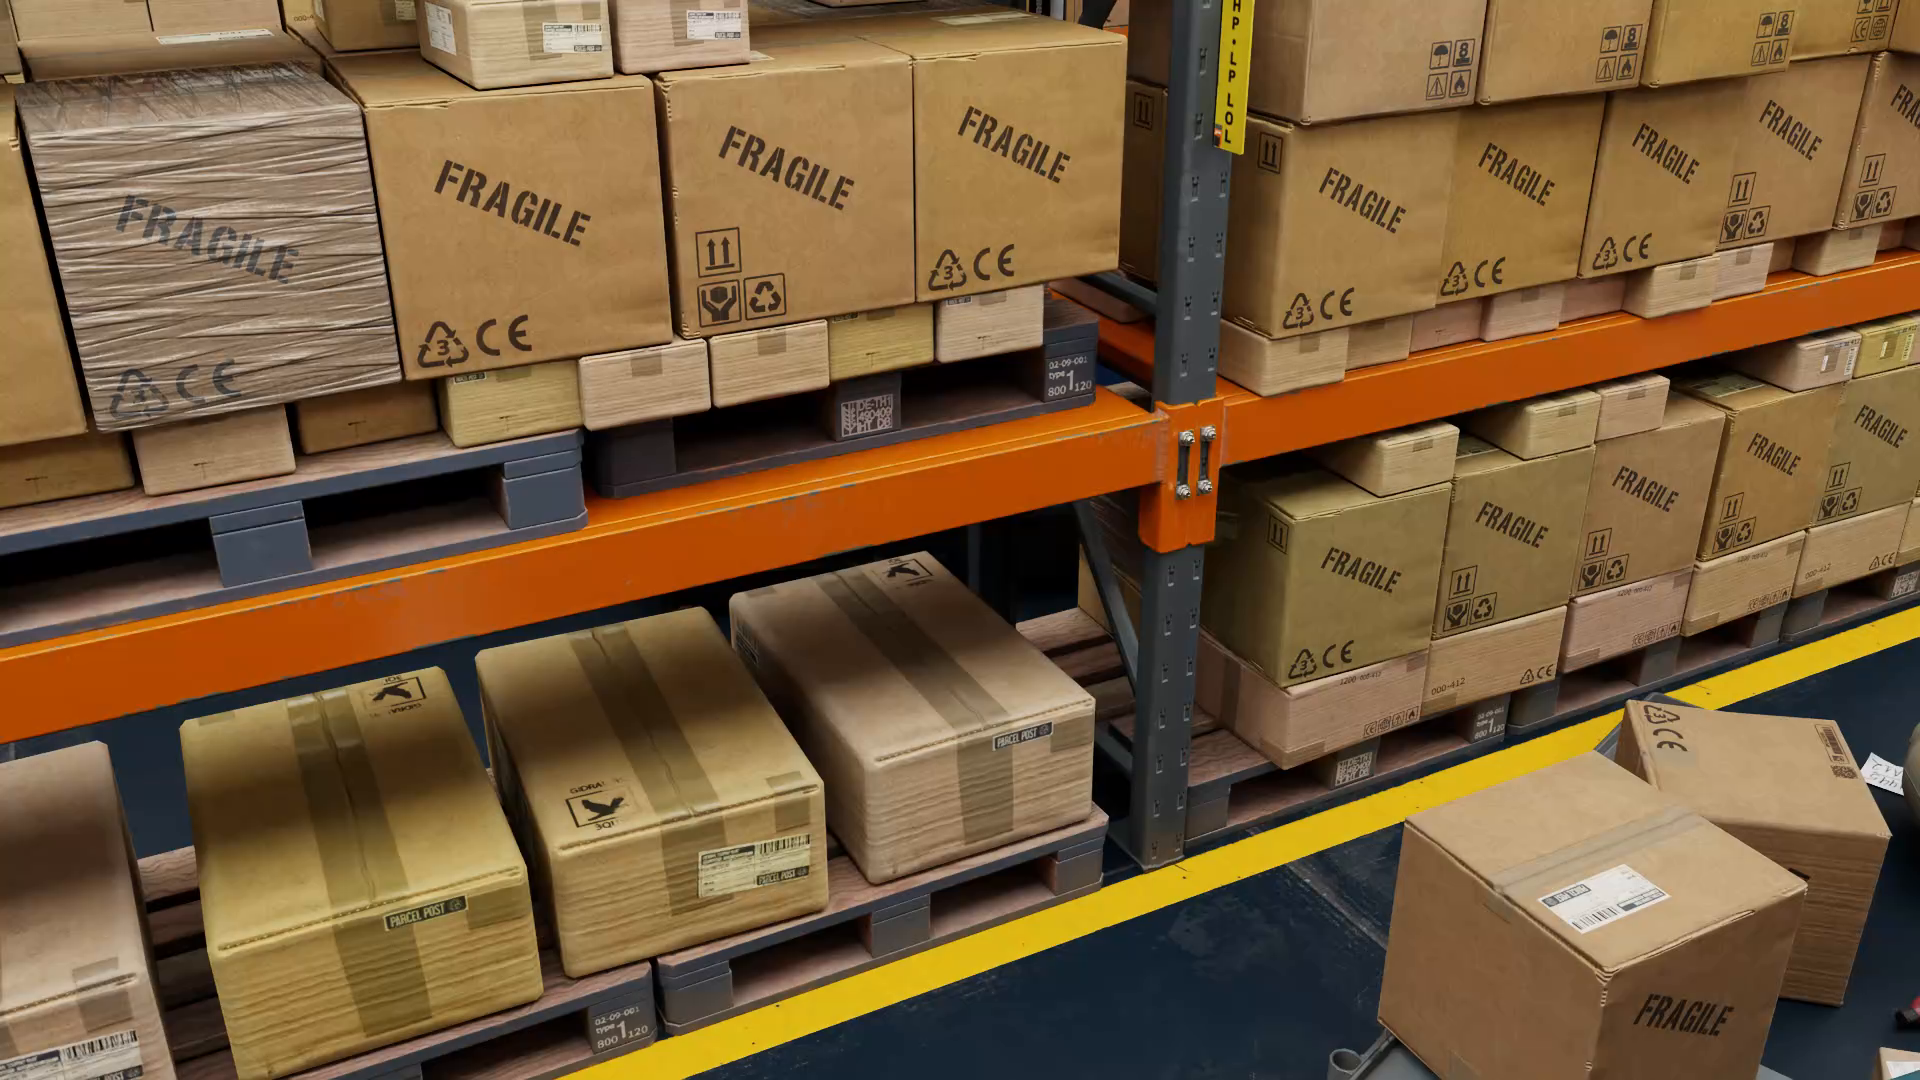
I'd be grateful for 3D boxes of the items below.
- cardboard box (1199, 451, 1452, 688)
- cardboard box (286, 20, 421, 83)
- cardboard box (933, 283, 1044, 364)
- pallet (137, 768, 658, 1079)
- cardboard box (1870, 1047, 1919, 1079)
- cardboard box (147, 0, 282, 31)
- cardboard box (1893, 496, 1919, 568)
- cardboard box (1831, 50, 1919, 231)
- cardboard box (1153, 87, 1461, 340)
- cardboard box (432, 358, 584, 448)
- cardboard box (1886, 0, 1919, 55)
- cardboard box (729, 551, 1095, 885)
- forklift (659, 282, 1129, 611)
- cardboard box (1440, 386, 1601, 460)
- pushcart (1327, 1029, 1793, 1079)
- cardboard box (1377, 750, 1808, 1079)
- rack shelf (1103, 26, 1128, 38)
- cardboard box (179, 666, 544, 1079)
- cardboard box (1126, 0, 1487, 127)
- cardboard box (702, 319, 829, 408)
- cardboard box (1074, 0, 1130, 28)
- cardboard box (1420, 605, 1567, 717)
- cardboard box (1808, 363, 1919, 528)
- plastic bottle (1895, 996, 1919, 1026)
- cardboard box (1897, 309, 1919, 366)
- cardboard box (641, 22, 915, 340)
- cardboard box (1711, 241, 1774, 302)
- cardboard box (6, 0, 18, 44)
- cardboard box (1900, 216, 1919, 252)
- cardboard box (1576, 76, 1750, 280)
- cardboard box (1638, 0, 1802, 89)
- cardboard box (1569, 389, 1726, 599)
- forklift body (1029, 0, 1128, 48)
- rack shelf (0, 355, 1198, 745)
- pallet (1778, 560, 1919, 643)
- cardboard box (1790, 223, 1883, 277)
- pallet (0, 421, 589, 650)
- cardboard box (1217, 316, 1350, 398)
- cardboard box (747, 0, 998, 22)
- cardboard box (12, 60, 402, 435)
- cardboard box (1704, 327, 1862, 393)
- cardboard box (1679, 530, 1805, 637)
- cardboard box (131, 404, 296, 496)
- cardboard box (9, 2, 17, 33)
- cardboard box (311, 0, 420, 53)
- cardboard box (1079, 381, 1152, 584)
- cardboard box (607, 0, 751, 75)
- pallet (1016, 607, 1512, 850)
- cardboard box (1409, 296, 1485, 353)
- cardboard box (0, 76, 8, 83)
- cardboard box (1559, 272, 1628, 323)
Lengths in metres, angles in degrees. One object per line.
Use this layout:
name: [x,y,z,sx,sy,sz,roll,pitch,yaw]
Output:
cardboard box: [0.958,0.025,4.557,0.500,0.500,0.500,-12,28,-23]
cardboard box: [-1.123,-0.855,3.620,0.500,0.500,0.500,-13,29,-25]
cardboard box: [-0.014,-0.536,3.705,0.250,0.149,0.380,-13,28,-24]
pallet: [-1.454,0.996,3.931,1.213,0.211,1.003,-13,29,-25]
cardboard box: [2.039,1.216,3.410,0.258,0.266,0.396,10,27,20]
cardboard box: [-3.246,-2.316,7.203,0.500,0.250,0.500,-12,28,-24]
cardboard box: [3.232,-0.162,5.814,0.500,0.250,0.500,-13,29,-25]
cardboard box: [2.603,-1.247,4.923,0.500,0.500,0.500,-13,29,-25]
cardboard box: [0.829,-0.832,4.059,0.500,0.500,0.500,-13,29,-25]
cardboard box: [-0.921,-0.333,3.284,0.250,0.149,0.380,-13,29,-25]
cardboard box: [2.640,-1.684,4.677,0.500,0.500,0.700,-13,29,-26]
cardboard box: [-0.152,0.433,4.433,0.625,0.372,0.950,-13,28,-24]
forklift: [-0.739,-1.315,5.603,3.031,2.935,1.130,-3,26,-6]
cardboard box: [1.549,-0.375,4.641,0.250,0.149,0.380,-12,28,-23]
pushcart: [1.427,1.373,2.955,1.648,0.377,0.936,21,33,37]
cardboard box: [1.174,0.789,3.154,0.500,0.500,0.500,-13,29,-25]
rack shelf: [-0.264,-2.648,9.131,4.000,0.370,1.077,-13,29,-25]
cardboard box: [-1.397,0.723,3.829,0.625,0.372,0.950,-12,28,-23]
cardboard box: [0.800,-1.307,3.891,0.500,0.500,0.700,-13,29,-26]
cardboard box: [-0.466,-0.423,3.470,0.250,0.149,0.380,-14,29,-26]
cardboard box: [0.728,-3.122,9.171,0.500,0.500,0.500,-12,28,-23]
cardboard box: [1.423,0.250,4.955,0.500,0.250,0.500,-11,28,-22]
cardboard box: [2.796,-0.402,5.447,0.500,0.500,0.500,-12,28,-23]
plastic bottle: [2.331,1.108,3.871,0.283,0.061,0.133,-8,27,-16]
cardboard box: [2.963,-0.702,5.322,0.250,0.149,0.380,-12,28,-24]
cardboard box: [-0.427,-0.755,3.413,0.500,0.500,0.500,-13,28,-25]
cardboard box: [2.081,-0.817,4.777,0.250,0.149,0.380,-13,29,-25]
cardboard box: [-4.139,-2.106,6.767,0.500,0.250,0.500,-14,29,-26]
cardboard box: [2.990,-1.012,5.181,0.250,0.149,0.380,-12,28,-24]
cardboard box: [1.710,-1.041,4.493,0.500,0.500,0.500,-13,29,-26]
cardboard box: [1.717,-1.494,4.282,0.500,0.500,0.700,-14,29,-26]
cardboard box: [1.883,-0.193,5.012,0.500,0.500,0.500,-11,28,-22]
forklift body: [0.686,-1.914,7.751,1.214,2.155,2.313,-13,29,-25]
rack shelf: [-1.455,0.062,3.487,4.000,0.370,1.077,-13,29,-25]
pallet: [3.039,-0.060,6.131,1.213,0.211,1.003,-13,29,-25]
cardboard box: [2.514,-0.926,5.004,0.250,0.149,0.380,-13,29,-26]
pallet: [-1.492,-0.188,3.397,1.213,0.211,1.003,-13,29,-25]
cardboard box: [0.739,-0.498,4.113,0.250,0.149,0.380,-13,29,-25]
cardboard box: [-0.239,-1.052,4.032,0.500,0.500,0.500,-12,28,-24]
cardboard box: [-1.347,-0.545,2.976,0.500,0.500,0.500,-14,29,-27]
cardboard box: [2.506,-0.599,5.107,0.250,0.149,0.380,-12,28,-23]
cardboard box: [2.333,0.044,5.384,0.500,0.250,0.500,-14,29,-27]
cardboard box: [-1.396,-0.237,3.083,0.250,0.149,0.380,-12,28,-23]
cardboard box: [-3.952,-2.411,7.401,0.500,0.250,0.500,-14,29,-26]
cardboard box: [-1.182,-1.110,3.401,0.250,0.149,0.380,-11,28,-22]
cardboard box: [0.706,-0.181,4.986,0.500,0.500,0.500,-13,29,-26]
cardboard box: [-0.593,-1.005,3.184,0.250,0.149,0.380,-14,29,-27]
pallet: [0.886,0.437,5.096,1.213,0.211,1.003,-13,29,-25]
cardboard box: [1.157,-0.635,4.398,0.250,0.149,0.380,-13,29,-25]
cardboard box: [-2.053,-0.635,3.163,0.500,0.500,0.500,-15,30,-29]
cardboard box: [1.612,-0.739,4.613,0.250,0.149,0.380,-13,29,-25]
